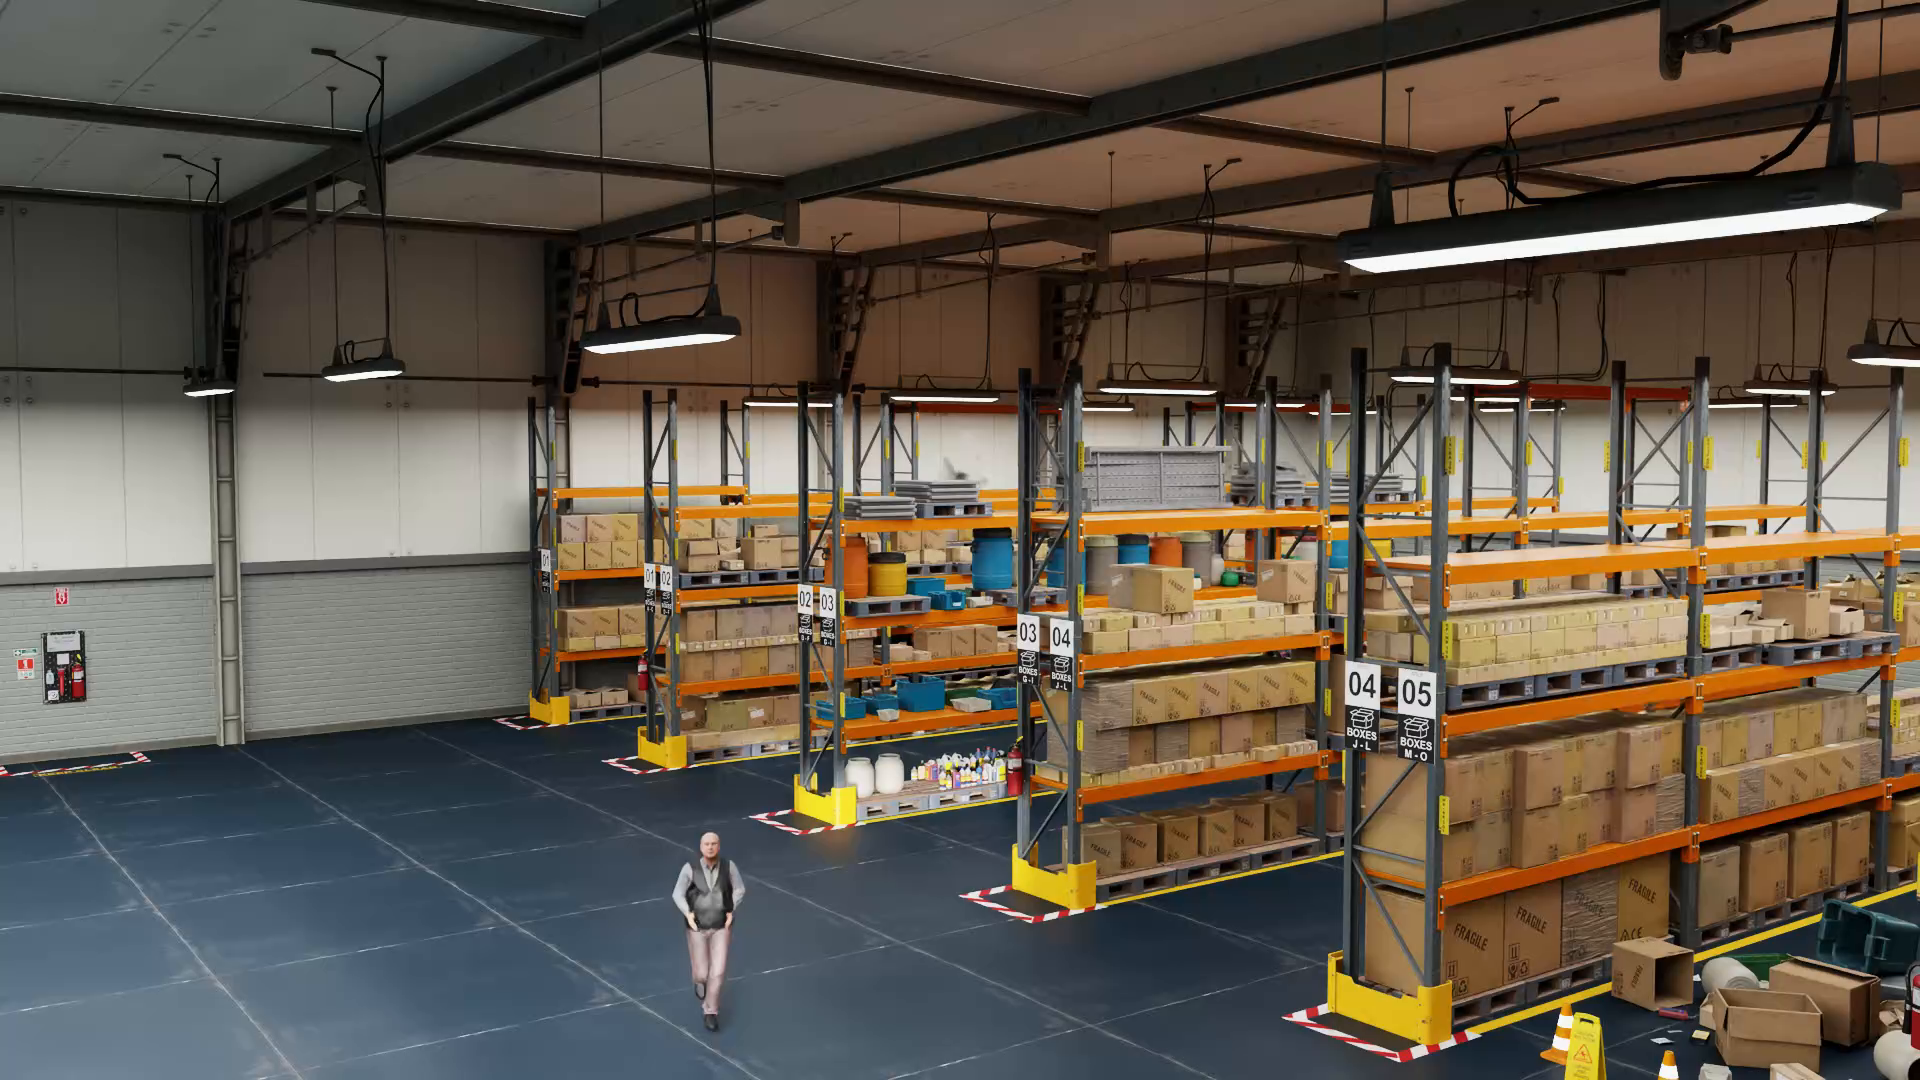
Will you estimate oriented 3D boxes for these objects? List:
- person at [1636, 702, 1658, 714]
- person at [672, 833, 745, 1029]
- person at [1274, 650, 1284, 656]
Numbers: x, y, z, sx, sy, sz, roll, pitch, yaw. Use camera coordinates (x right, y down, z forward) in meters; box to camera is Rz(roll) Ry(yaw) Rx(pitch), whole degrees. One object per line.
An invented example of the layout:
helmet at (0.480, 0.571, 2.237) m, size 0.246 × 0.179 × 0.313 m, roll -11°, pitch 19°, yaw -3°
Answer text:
person at (9.351, 2.943, 22.494) m, size 0.937 × 1.798 × 0.621 m, roll -3°, pitch 5°, yaw -43°
person at (-2.229, 3.443, 14.827) m, size 0.651 × 1.685 × 0.700 m, roll -1°, pitch 3°, yaw -13°
person at (5.895, 2.485, 31.934) m, size 0.593 × 1.561 × 0.512 m, roll -3°, pitch 4°, yaw -41°
